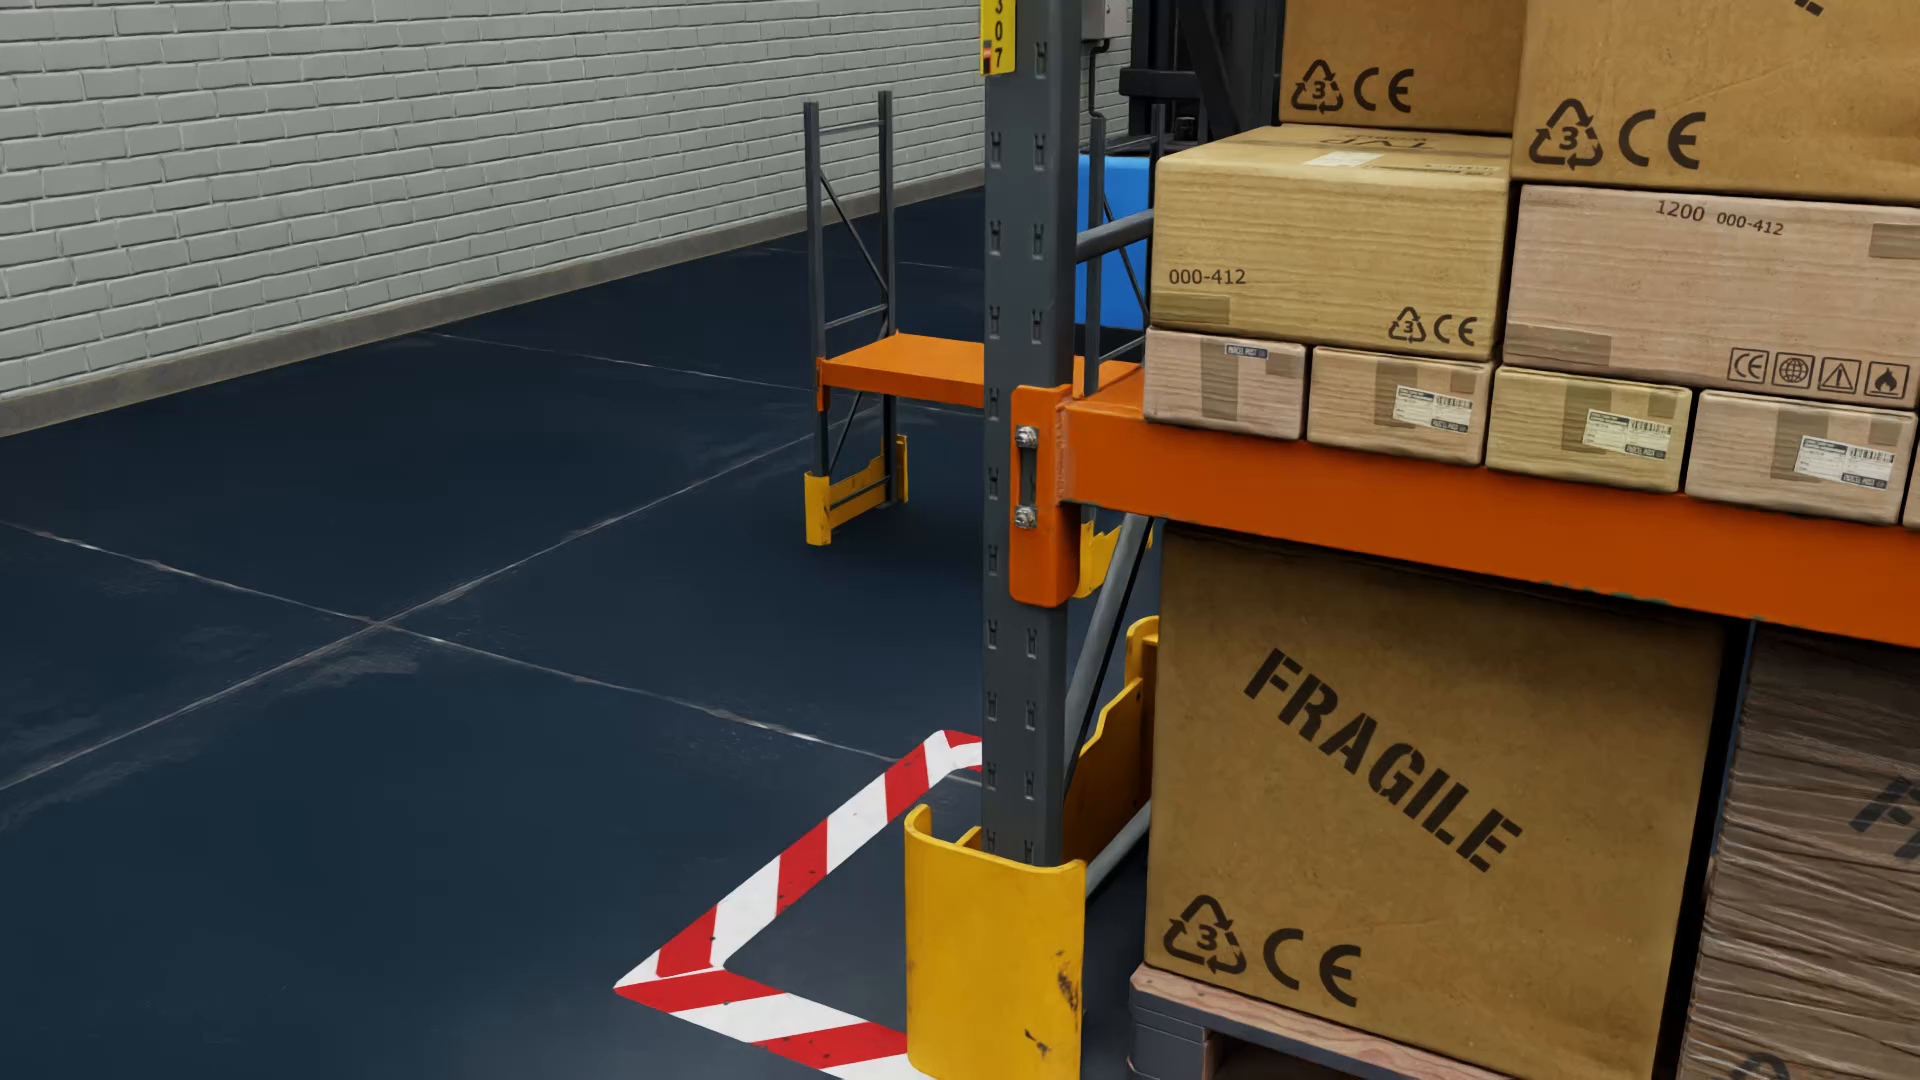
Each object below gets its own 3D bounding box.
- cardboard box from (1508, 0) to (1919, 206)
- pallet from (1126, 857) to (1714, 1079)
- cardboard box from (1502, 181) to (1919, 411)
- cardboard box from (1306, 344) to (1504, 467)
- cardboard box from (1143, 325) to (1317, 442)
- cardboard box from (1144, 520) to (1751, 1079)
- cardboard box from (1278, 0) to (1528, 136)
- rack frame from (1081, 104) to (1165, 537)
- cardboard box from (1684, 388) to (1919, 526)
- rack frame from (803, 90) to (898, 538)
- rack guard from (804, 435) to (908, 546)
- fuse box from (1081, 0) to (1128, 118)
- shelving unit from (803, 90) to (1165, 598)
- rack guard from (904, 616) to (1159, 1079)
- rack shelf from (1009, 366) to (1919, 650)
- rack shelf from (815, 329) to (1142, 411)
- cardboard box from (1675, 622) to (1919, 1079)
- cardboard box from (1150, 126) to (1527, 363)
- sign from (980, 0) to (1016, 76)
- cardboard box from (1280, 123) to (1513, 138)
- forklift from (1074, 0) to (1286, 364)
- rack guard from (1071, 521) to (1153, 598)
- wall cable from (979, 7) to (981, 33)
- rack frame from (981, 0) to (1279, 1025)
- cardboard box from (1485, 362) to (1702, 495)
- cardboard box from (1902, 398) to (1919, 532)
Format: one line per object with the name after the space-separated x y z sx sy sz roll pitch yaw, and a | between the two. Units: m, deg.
1.056 -0.742 2.197 0.500 0.500 0.500 10 22 26 | cardboard box
1.068 0.857 3.194 1.213 0.211 1.003 11 23 27 | pallet
1.076 -0.389 2.321 0.500 0.250 0.500 10 22 27 | cardboard box
0.706 -0.246 2.514 0.250 0.149 0.380 10 22 27 | cardboard box
0.481 -0.289 2.630 0.250 0.149 0.380 11 23 28 | cardboard box
0.930 0.320 3.084 0.875 0.875 0.875 11 23 27 | cardboard box
0.885 -0.983 2.860 0.500 0.500 0.500 11 23 28 | cardboard box
0.518 -0.606 5.337 0.032 1.500 0.500 11 23 27 | rack frame
1.158 -0.161 2.278 0.250 0.149 0.380 10 22 26 | cardboard box
-0.369 -0.775 5.803 0.032 1.500 0.500 11 23 27 | rack frame
-0.368 -0.188 6.016 0.087 0.250 0.587 11 23 27 | rack guard
1.383 -4.440 15.597 0.414 1.711 0.539 11 23 27 | fuse box
0.067 -0.692 5.574 1.083 1.500 0.587 11 23 27 | shelving unit
0.311 0.607 3.458 0.348 0.500 1.175 11 23 27 | rack guard
2.078 0.107 2.227 4.000 0.370 1.077 11 23 27 | rack shelf
0.074 -0.522 5.632 1.000 0.185 0.538 11 23 27 | rack shelf
1.724 0.471 2.667 0.875 0.875 0.875 11 23 27 | cardboard box
0.619 -0.473 2.554 0.500 0.250 0.500 10 22 26 | cardboard box
0.056 -0.844 2.407 0.005 0.325 0.100 11 23 27 | sign
0.884 -0.632 2.992 0.500 0.250 0.500 10 22 26 | cardboard box
1.494 -2.506 8.476 1.130 2.935 3.031 9 22 23 | forklift
0.501 -0.022 5.559 0.087 0.250 0.587 11 23 27 | rack guard
0.231 -4.937 13.541 0.123 1.953 0.585 11 23 27 | wall cable
0.332 -0.564 3.021 0.127 3.000 1.000 11 23 27 | rack frame
0.929 -0.204 2.397 0.250 0.149 0.380 10 22 26 | cardboard box
1.379 -0.118 2.161 0.250 0.149 0.380 10 22 26 | cardboard box
